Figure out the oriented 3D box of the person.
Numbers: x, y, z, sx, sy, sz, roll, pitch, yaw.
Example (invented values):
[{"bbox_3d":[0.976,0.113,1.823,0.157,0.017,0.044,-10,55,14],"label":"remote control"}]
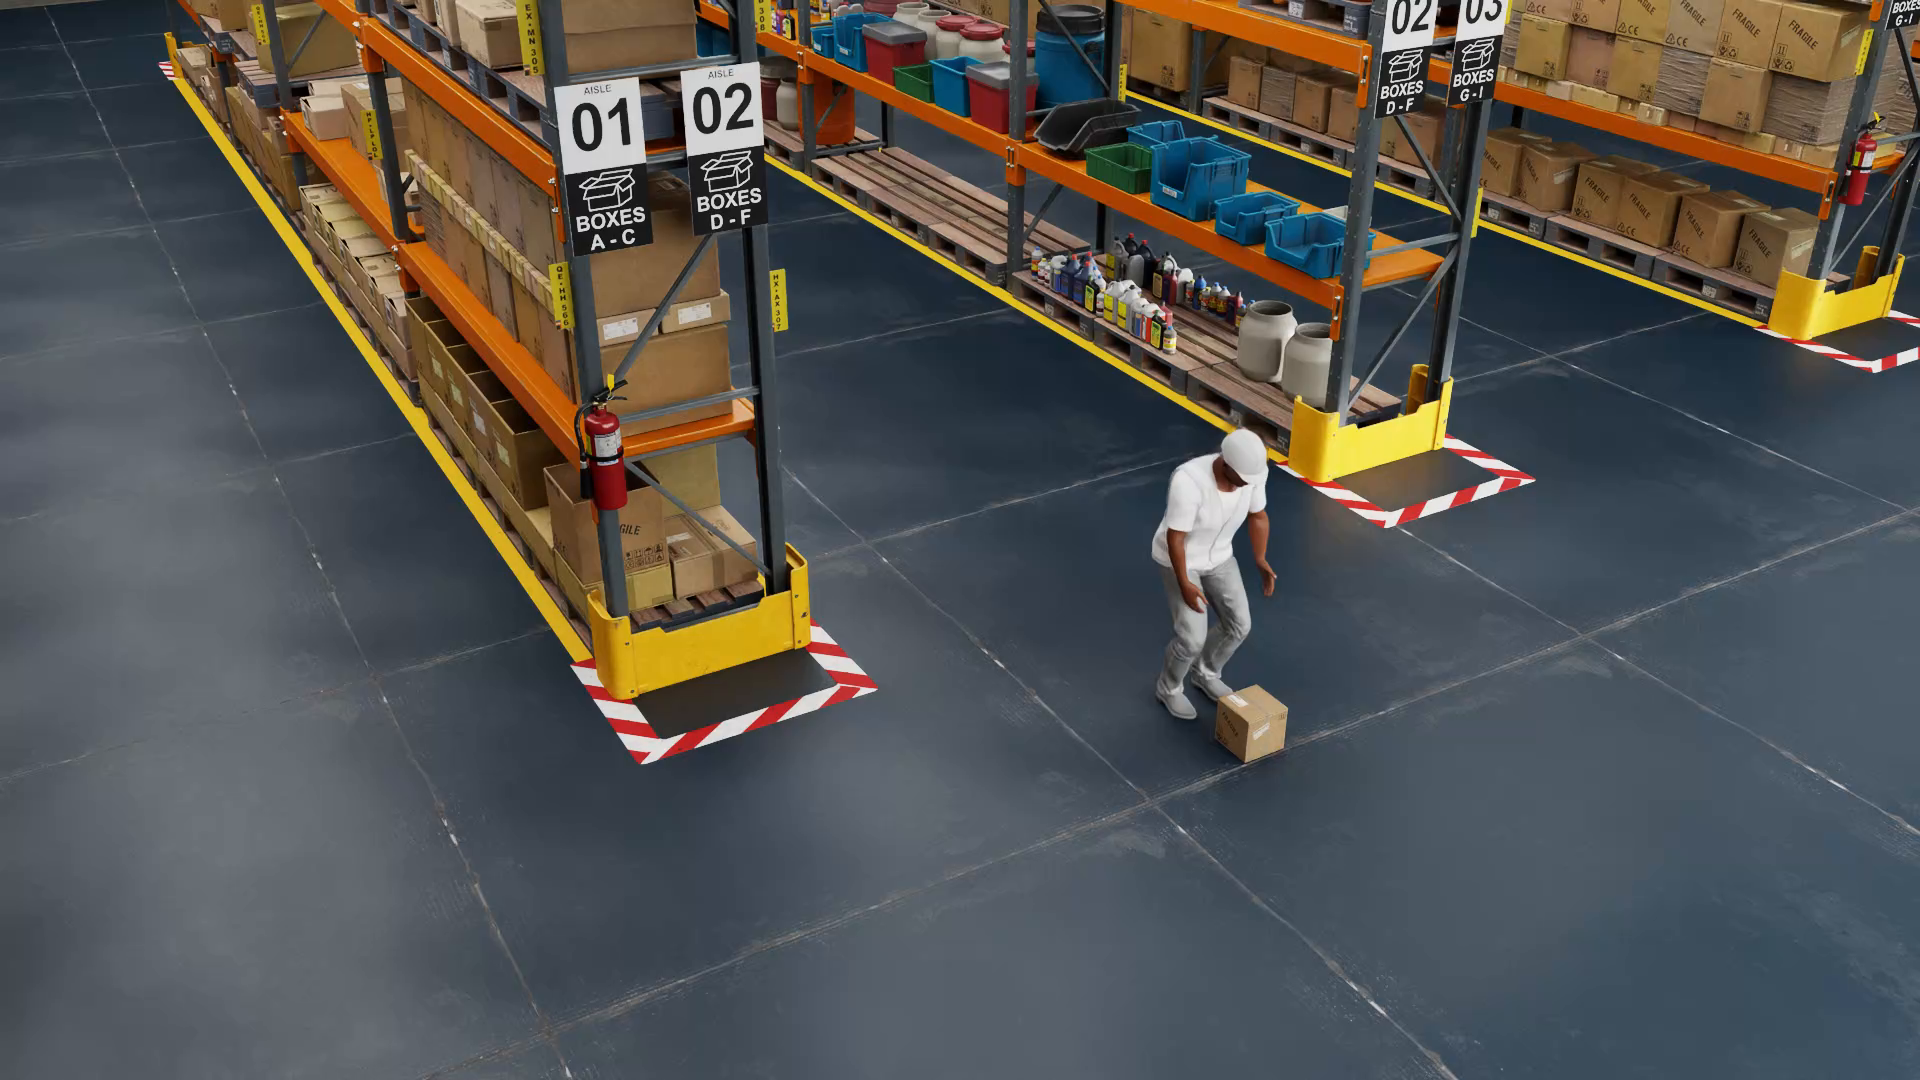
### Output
[{"bbox_3d":[1.284,0.128,8.447,0.613,1.633,0.576,-15,32,-25],"label":"person"}]
